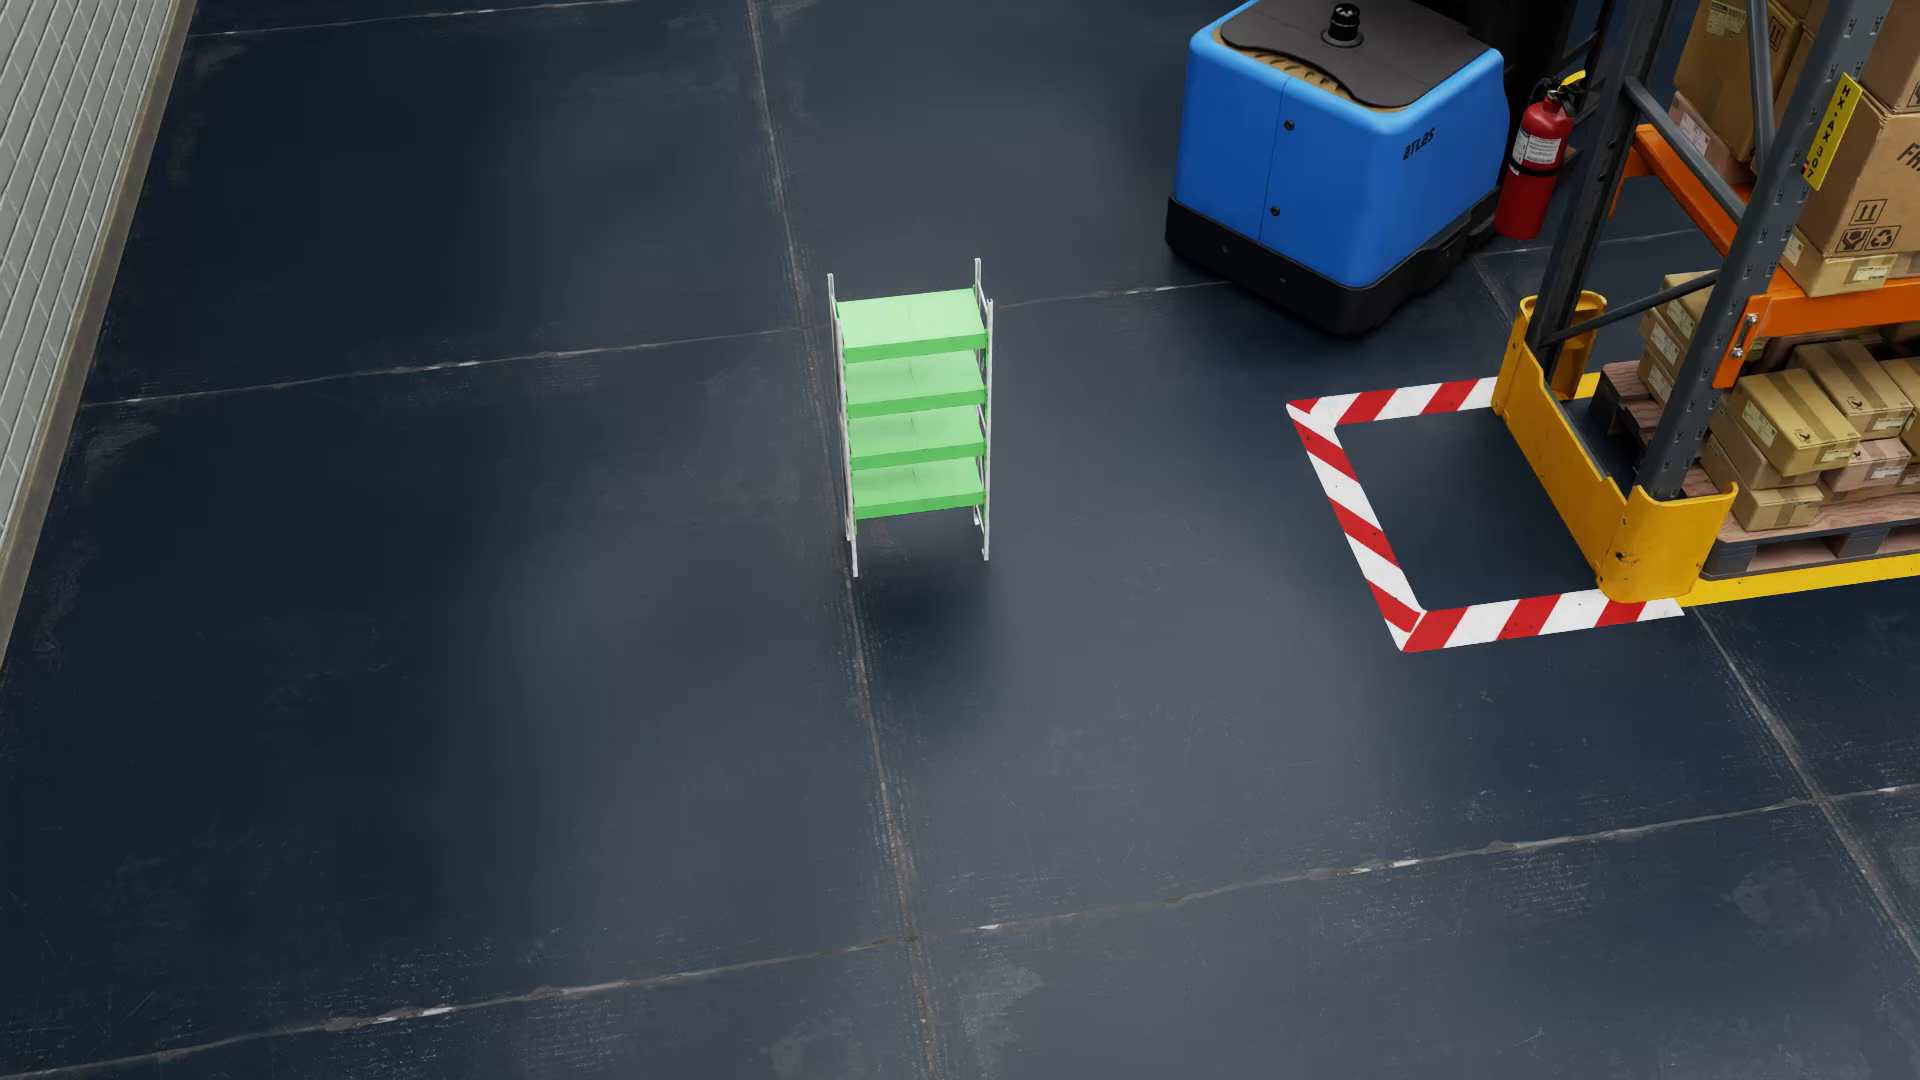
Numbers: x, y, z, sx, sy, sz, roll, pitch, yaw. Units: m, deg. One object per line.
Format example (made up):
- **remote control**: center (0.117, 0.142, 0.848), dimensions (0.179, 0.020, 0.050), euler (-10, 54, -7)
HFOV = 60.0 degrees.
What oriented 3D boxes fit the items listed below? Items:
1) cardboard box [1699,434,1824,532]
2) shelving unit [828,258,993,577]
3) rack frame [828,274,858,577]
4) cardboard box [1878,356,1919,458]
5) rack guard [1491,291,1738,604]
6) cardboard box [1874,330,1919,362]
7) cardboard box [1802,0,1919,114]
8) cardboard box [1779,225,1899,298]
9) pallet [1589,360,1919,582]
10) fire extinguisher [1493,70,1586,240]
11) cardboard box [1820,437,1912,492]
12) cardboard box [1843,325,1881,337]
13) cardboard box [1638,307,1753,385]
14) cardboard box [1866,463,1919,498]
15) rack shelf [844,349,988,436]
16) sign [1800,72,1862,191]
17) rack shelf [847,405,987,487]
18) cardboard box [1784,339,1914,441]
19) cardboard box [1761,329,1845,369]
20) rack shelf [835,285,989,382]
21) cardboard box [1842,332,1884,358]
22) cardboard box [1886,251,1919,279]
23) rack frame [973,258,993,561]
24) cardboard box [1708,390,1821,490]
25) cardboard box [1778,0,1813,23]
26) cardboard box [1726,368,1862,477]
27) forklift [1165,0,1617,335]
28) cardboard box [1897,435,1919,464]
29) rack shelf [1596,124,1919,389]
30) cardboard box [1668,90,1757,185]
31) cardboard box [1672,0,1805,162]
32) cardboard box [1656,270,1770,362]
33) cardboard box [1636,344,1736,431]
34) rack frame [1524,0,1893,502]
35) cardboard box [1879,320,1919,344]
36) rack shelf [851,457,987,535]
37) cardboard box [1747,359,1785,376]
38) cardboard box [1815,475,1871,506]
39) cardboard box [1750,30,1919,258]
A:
- **cardboard box**: center (2.920, -0.223, 6.070), dimensions (0.250, 0.149, 0.380), euler (-6, 46, -6)
- **shelving unit**: center (-0.163, -0.396, 5.798), dimensions (0.503, 1.200, 0.258), euler (-7, 46, -7)
- **rack frame**: center (-0.404, -0.366, 5.769), dimensions (0.015, 1.200, 0.240), euler (-7, 46, -7)
- **cardboard box**: center (3.445, -0.475, 5.900), dimensions (0.250, 0.149, 0.380), euler (-7, 47, -7)
- **rack guard**: center (2.424, -0.372, 6.261), dimensions (0.348, 0.500, 1.175), euler (-7, 46, -7)
- **cardboard box**: center (3.615, -0.782, 6.402), dimensions (0.250, 0.149, 0.380), euler (-8, 47, -7)
- **cardboard box**: center (2.837, -1.581, 4.720), dimensions (0.500, 0.500, 0.500), euler (-7, 47, -7)
- **cardboard box**: center (2.725, -0.950, 5.257), dimensions (0.250, 0.149, 0.380), euler (-7, 47, -7)
- **pallet**: center (3.231, -0.346, 6.437), dimensions (1.213, 0.211, 1.003), euler (-7, 46, -7)
- **fire extinguisher**: center (2.023, -1.370, 5.800), dimensions (0.183, 0.674, 0.296), euler (-7, 46, -7)
- **cardboard box**: center (3.189, -0.365, 6.000), dimensions (0.250, 0.149, 0.380), euler (-7, 47, -7)
- **cardboard box**: center (3.319, -0.950, 6.357), dimensions (0.250, 0.149, 0.380), euler (-8, 47, -8)
- **cardboard box**: center (2.821, -0.757, 6.378), dimensions (0.250, 0.149, 0.380), euler (-8, 47, -8)
- **cardboard box**: center (3.408, -0.349, 6.191), dimensions (0.250, 0.149, 0.380), euler (-7, 46, -6)
- **rack shelf**: center (-0.163, -0.518, 5.672), dimensions (0.480, 0.148, 0.258), euler (-7, 46, -7)
- **sign**: center (2.442, -1.145, 4.669), dimensions (0.005, 0.325, 0.100), euler (-7, 46, -7)
- **rack shelf**: center (-0.163, -0.352, 5.844), dimensions (0.480, 0.148, 0.258), euler (-7, 46, -7)
- **cardboard box**: center (3.175, -0.535, 5.958), dimensions (0.250, 0.149, 0.380), euler (-6, 46, -6)
- **cardboard box**: center (3.085, -0.828, 6.239), dimensions (0.250, 0.149, 0.380), euler (-6, 46, -6)
- **rack shelf**: center (-0.163, -0.685, 5.499), dimensions (0.480, 0.148, 0.258), euler (-7, 46, -7)
- **cardboard box**: center (3.333, -0.822, 6.440), dimensions (0.250, 0.149, 0.380), euler (-9, 47, -8)
- **cardboard box**: center (2.968, -1.010, 5.315), dimensions (0.250, 0.149, 0.380), euler (-6, 46, -5)
- **rack frame**: center (0.077, -0.426, 5.827), dimensions (0.015, 1.200, 0.240), euler (-7, 46, -7)
- **cardboard box**: center (2.910, -0.372, 6.007), dimensions (0.250, 0.149, 0.380), euler (-5, 46, -5)
- **cardboard box**: center (2.758, -1.947, 5.073), dimensions (0.500, 0.500, 0.500), euler (-8, 47, -8)
- **cardboard box**: center (2.924, -0.416, 5.843), dimensions (0.250, 0.149, 0.380), euler (-9, 47, -9)
- **forklift**: center (2.296, -2.844, 6.955), dimensions (1.130, 2.935, 3.031), euler (34, 55, 29)
- **cardboard box**: center (3.415, -0.458, 6.090), dimensions (0.250, 0.149, 0.380), euler (-7, 46, -6)
- **rack shelf**: center (4.320, -1.226, 5.848), dimensions (4.000, 0.370, 1.077), euler (-7, 46, -7)
- **cardboard box**: center (2.623, -1.383, 5.674), dimensions (0.250, 0.149, 0.380), euler (-7, 46, -7)
- **cardboard box**: center (2.748, -1.605, 5.438), dimensions (0.500, 0.500, 0.500), euler (-6, 46, -6)
- **cardboard box**: center (2.828, -0.838, 6.249), dimensions (0.250, 0.149, 0.380), euler (-7, 46, -6)
- **cardboard box**: center (2.833, -0.599, 6.432), dimensions (0.250, 0.149, 0.380), euler (-6, 46, -6)
- **rack frame**: center (2.349, -1.230, 5.352), dimensions (0.127, 3.000, 1.000), euler (-7, 46, -7)
- **cardboard box**: center (3.585, -0.936, 6.344), dimensions (0.250, 0.149, 0.380), euler (-9, 47, -8)
- **rack shelf**: center (-0.163, -0.185, 6.017), dimensions (0.480, 0.148, 0.258), euler (-7, 46, -7)
- **cardboard box**: center (3.088, -0.751, 6.372), dimensions (0.250, 0.149, 0.380), euler (-8, 47, -8)
- **cardboard box**: center (3.164, -0.314, 6.157), dimensions (0.250, 0.149, 0.380), euler (-7, 47, -7)
- **cardboard box**: center (2.839, -1.227, 5.073), dimensions (0.500, 0.500, 0.500), euler (-5, 46, -5)
